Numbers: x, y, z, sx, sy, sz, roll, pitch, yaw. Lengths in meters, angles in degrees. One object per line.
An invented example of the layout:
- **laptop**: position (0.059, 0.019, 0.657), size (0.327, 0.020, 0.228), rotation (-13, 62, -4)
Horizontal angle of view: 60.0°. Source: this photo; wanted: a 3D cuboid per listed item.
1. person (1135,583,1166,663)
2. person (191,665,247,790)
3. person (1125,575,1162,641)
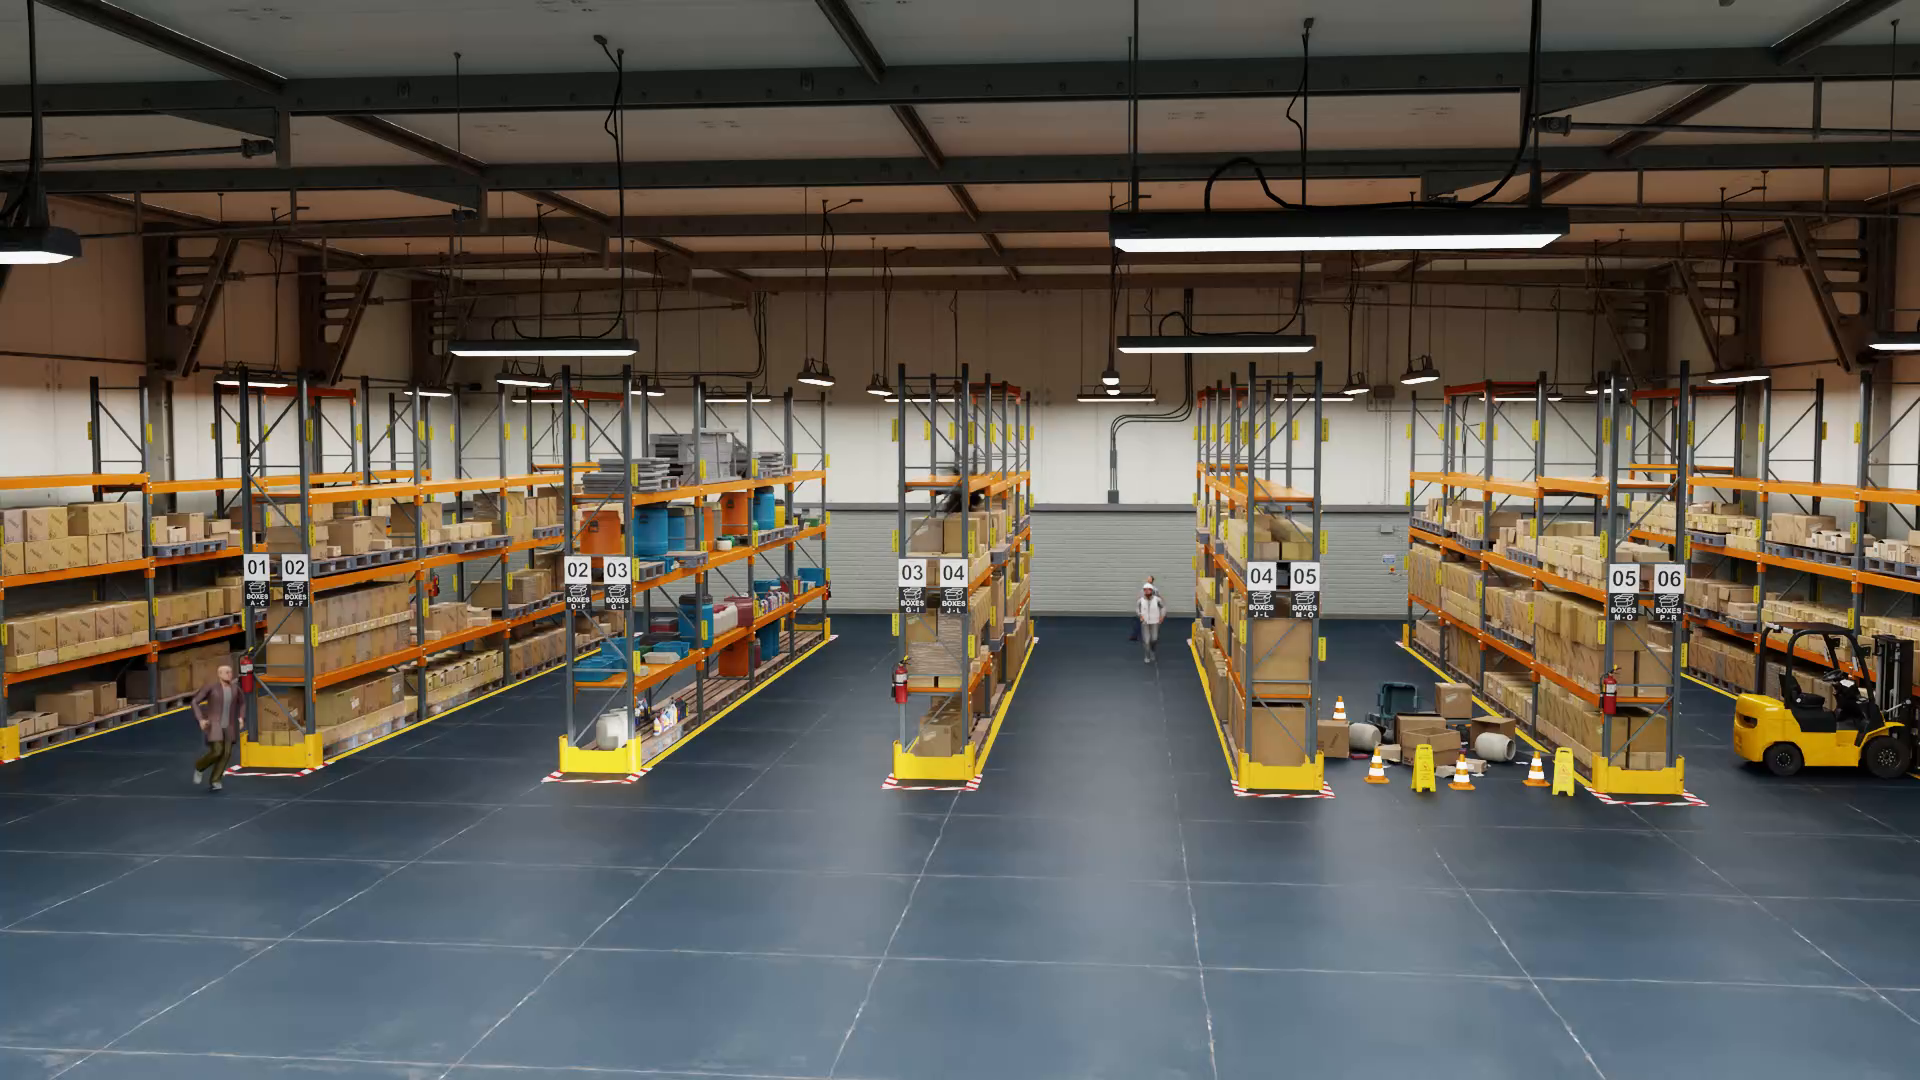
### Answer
- **person**: position (4.132, 1.808, 36.184), size (0.672, 1.728, 0.619), rotation (1, 4, 10)
- **person**: position (-10.459, 2.634, 23.552), size (0.602, 1.716, 0.758), rotation (3, 5, 36)
- **person**: position (4.414, 1.645, 39.913), size (0.845, 1.570, 0.666), rotation (-2, 4, -26)
